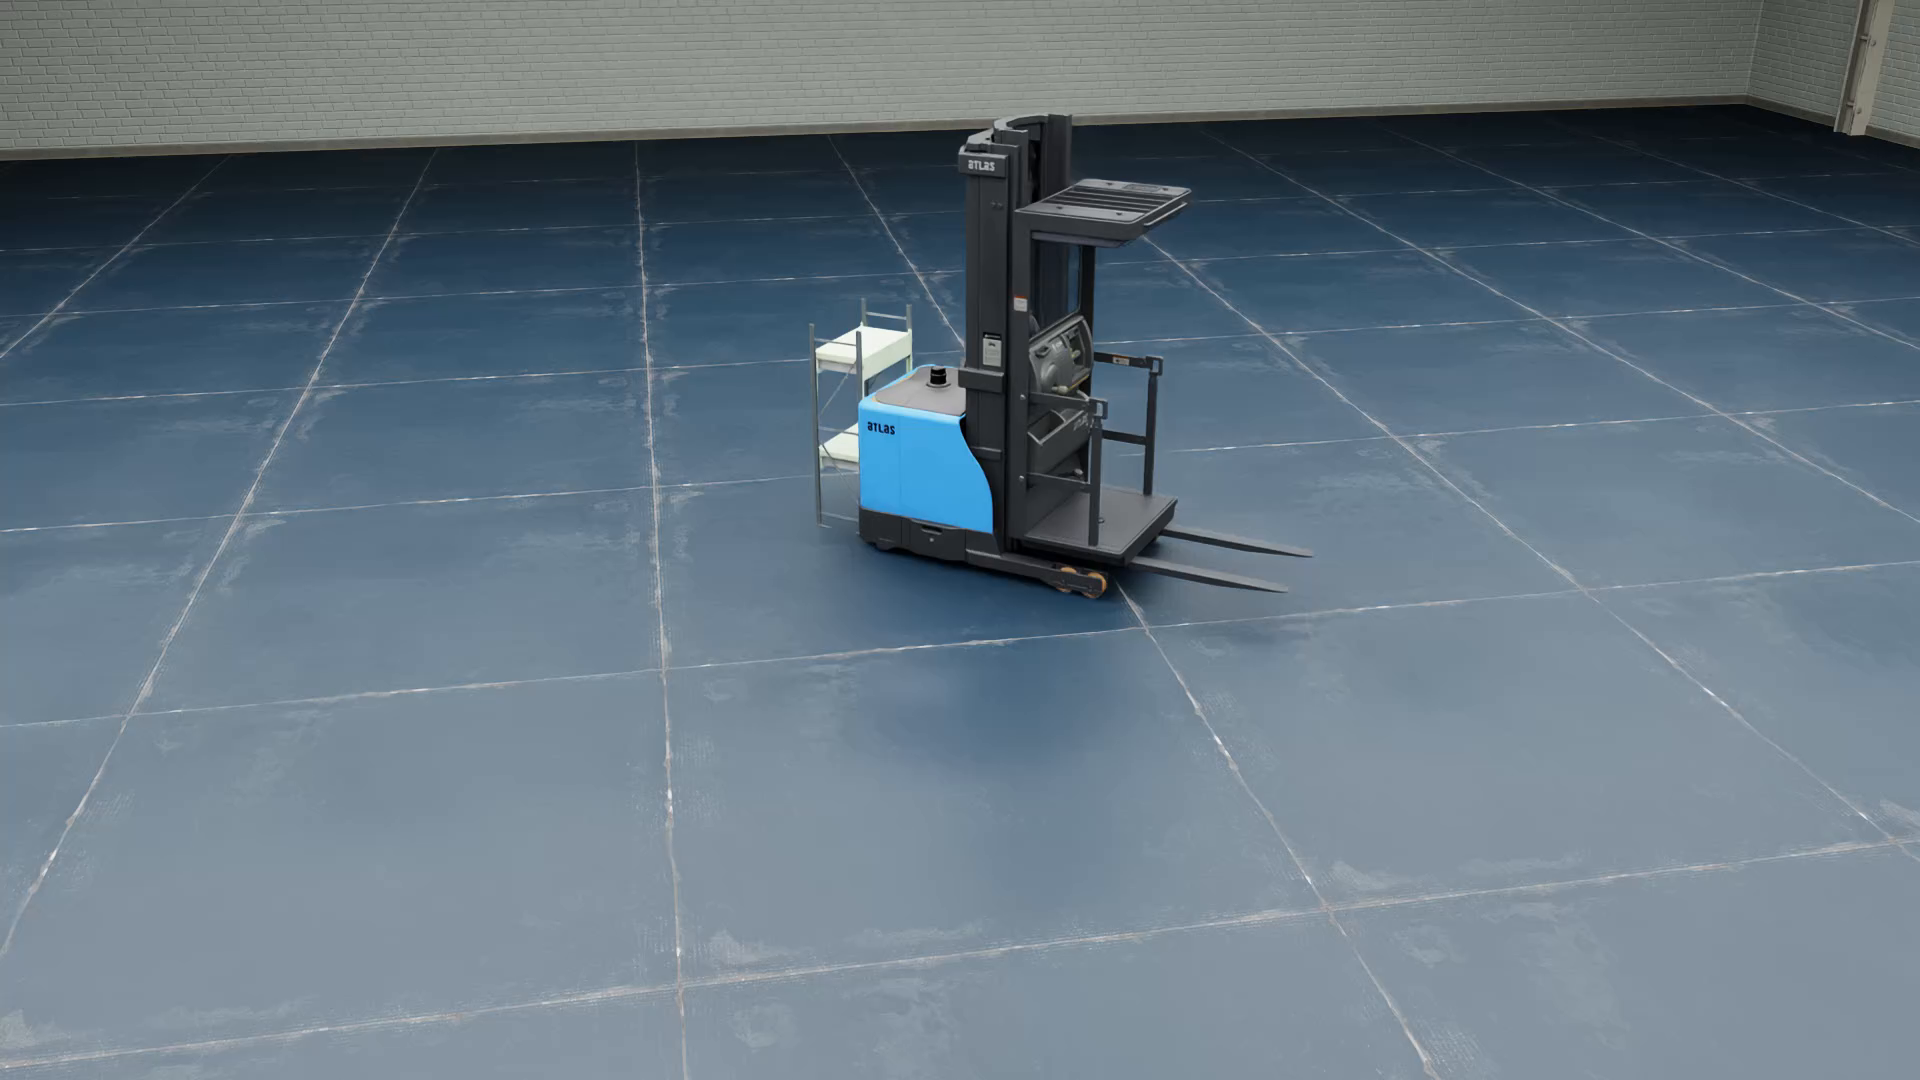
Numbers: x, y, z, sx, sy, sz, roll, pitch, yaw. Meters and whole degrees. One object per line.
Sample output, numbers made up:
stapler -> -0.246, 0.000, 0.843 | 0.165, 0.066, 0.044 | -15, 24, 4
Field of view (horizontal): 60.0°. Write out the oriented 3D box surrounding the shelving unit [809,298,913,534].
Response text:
shelving unit -> -0.689, -0.888, 11.910 | 0.431, 1.500, 0.755 | 11, 26, 24

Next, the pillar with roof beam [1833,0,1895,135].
pillar with roof beam -> 10.072, -10.350, 24.204 | 9.100, 9.000, 0.400 | -4, 24, -10

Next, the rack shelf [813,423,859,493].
rack shelf -> -0.689, -0.590, 12.041 | 0.431, 0.370, 0.720 | 11, 26, 24

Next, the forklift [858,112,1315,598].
forklift -> 0.847, -1.204, 10.845 | 3.031, 2.935, 1.130 | 11, 26, 24

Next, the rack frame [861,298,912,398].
rack frame -> -0.528, -1.020, 12.211 | 0.400, 1.500, 0.023 | 11, 26, 24

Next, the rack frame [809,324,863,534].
rack frame -> -0.851, -0.757, 11.609 | 0.400, 1.500, 0.023 | 11, 26, 24

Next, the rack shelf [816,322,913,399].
rack shelf -> -0.689, -1.246, 11.754 | 0.431, 0.370, 0.720 | 11, 26, 24
